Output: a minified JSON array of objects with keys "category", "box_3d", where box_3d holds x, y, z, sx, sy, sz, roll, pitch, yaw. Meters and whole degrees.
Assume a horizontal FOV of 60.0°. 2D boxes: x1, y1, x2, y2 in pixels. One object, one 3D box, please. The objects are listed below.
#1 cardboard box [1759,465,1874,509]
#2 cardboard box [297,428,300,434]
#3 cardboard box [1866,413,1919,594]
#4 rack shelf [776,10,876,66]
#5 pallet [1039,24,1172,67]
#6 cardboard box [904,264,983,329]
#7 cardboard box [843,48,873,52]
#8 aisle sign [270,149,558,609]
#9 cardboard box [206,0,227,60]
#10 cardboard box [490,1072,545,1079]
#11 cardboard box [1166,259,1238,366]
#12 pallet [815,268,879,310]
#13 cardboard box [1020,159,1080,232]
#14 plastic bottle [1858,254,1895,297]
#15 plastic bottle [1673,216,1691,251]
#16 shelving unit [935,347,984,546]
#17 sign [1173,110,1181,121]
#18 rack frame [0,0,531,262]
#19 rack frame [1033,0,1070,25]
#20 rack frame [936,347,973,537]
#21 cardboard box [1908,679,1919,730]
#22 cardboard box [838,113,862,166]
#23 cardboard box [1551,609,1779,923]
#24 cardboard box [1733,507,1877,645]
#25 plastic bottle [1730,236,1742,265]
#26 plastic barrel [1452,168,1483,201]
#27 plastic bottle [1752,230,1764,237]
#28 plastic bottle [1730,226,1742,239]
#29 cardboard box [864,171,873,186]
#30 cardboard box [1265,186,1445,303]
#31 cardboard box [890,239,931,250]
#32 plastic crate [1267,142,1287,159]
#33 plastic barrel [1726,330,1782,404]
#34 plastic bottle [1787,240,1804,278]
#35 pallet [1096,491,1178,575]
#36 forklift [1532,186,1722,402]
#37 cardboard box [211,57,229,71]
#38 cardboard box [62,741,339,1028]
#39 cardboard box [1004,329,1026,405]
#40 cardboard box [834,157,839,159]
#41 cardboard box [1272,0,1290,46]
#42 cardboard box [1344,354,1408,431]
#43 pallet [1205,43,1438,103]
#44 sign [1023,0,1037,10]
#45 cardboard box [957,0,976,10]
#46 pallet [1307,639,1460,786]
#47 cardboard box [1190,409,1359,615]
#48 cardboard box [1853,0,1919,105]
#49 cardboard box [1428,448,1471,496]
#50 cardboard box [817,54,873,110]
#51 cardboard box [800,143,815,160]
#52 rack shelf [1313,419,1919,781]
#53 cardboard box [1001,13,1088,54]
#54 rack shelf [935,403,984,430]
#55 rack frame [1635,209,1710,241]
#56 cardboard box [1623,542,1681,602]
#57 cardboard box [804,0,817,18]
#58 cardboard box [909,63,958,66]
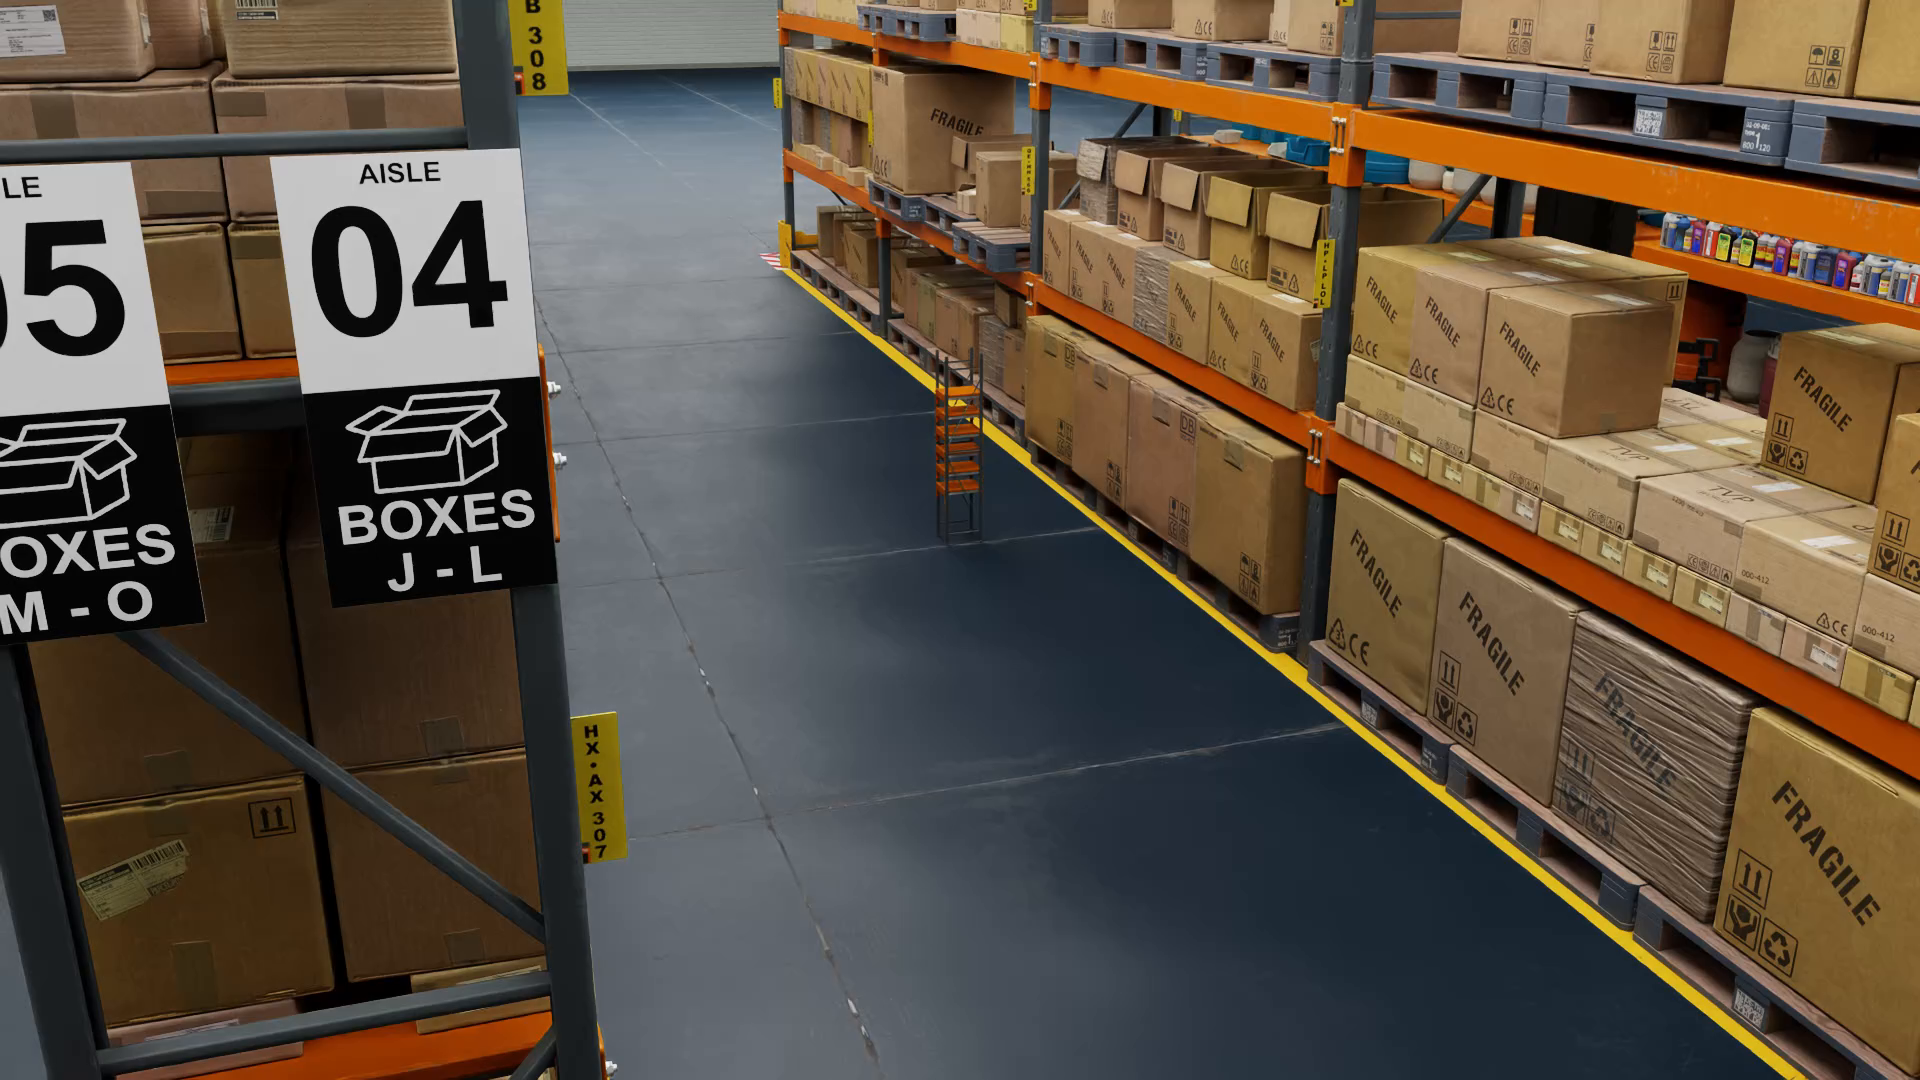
[{"category":"cardboard box","box_3d":[3.283,-0.112,6.074,0.500,0.250,0.500,-7,21,-19]},{"category":"cardboard box","box_3d":[-1.950,-0.145,4.314,0.500,0.500,0.500,-5,20,-14]},{"category":"cardboard box","box_3d":[3.099,-0.083,4.884,0.500,0.500,0.500,-6,21,-17]},{"category":"rack shelf","box_3d":[-0.899,-5.098,16.800,1.077,0.370,4.000,-6,21,-17]},{"category":"pallet","box_3d":[1.240,-3.222,10.790,1.213,0.211,1.003,-5,20,-15]},{"category":"cardboard box","box_3d":[-0.098,-2.215,15.192,0.700,0.500,0.500,-8,21,-21]},{"category":"cardboard box","box_3d":[-0.957,-5.015,17.873,0.500,0.500,0.500,-6,21,-17]},{"category":"aisle sign","box_3d":[-0.931,-0.270,2.885,0.394,0.787,0.004,-6,21,-17]},{"category":"cardboard box","box_3d":[-1.688,-1.049,3.356,0.380,0.149,0.250,-7,21,-19]},{"category":"cardboard box","box_3d":[-1.282,1.546,4.390,0.380,0.149,0.250,-6,21,-16]},{"category":"cardboard box","box_3d":[1.518,-1.311,9.480,0.500,0.500,0.500,-7,21,-18]},{"category":"pallet","box_3d":[-0.902,-2.675,17.552,1.003,0.211,1.213,-6,21,-17]},{"category":"cardboard box","box_3d":[0.779,-2.514,12.208,0.500,0.500,0.500,-9,22,-24]},{"category":"plastic bottle","box_3d":[6.127,-1.773,11.098,0.152,0.276,0.135,-6,21,-17]},{"category":"plastic bottle","box_3d":[5.529,-2.352,12.718,0.097,0.271,0.097,0,20,0]},{"category":"shelving unit","box_3d":[-0.005,-0.569,10.227,0.258,1.200,0.189,-6,21,-17]},{"category":"sign","box_3d":[2.651,-5.266,20.232,0.100,0.325,0.005,-6,21,-17]},{"category":"rack frame","box_3d":[-1.239,-1.861,2.287,1.000,3.000,0.127,-6,21,-17]},{"category":"rack frame","box_3d":[0.987,-4.923,10.811,1.000,3.000,0.127,-6,21,-17]},{"category":"rack frame","box_3d":[-0.033,-0.599,10.308,0.240,1.200,0.006,-6,21,-17]},{"category":"cardboard box","box_3d":[3.077,0.506,4.941,0.380,0.149,0.250,-6,21,-16]},{"category":"cardboard box","box_3d":[-0.729,-4.035,16.626,0.875,0.500,0.500,-6,21,-17]},{"category":"cardboard box","box_3d":[2.938,0.781,6.327,0.875,0.875,0.875,-6,21,-17]},{"category":"cardboard box","box_3d":[2.938,0.108,5.461,0.500,0.250,0.500,-7,21,-18]},{"category":"plastic bottle","box_3d":[5.716,-2.128,12.197,0.097,0.201,0.097,0,20,0]},{"category":"plastic barrel","box_3d":[4.755,-3.408,15.266,0.433,0.535,0.433,0,20,0]},{"category":"plastic bottle","box_3d":[6.240,-2.409,12.980,0.097,0.201,0.097,0,20,0]},{"category":"plastic bottle","box_3d":[5.732,-2.210,12.323,0.097,0.271,0.097,0,20,0]},{"category":"cardboard box","box_3d":[-0.708,-3.471,16.014,0.380,0.149,0.250,-6,21,-17]},{"category":"cardboard box","box_3d":[2.036,-1.539,8.633,0.797,0.503,0.637,-7,21,-19]},{"category":"cardboard box","box_3d":[-0.545,-2.720,16.629,0.500,0.500,0.500,0,20,0]},{"category":"plastic crate","box_3d":[3.681,-4.280,18.284,0.530,0.136,0.437,-6,21,-17]},{"category":"plastic barrel","box_3d":[6.121,-1.326,12.730,0.421,0.512,0.421,0,20,0]},{"category":"plastic bottle","box_3d":[5.892,-1.982,11.686,0.097,0.271,0.097,0,20,0]},{"category":"pallet","box_3d":[1.543,-0.136,10.482,1.003,0.211,1.213,-6,21,-17]},{"category":"forklift","box_3d":[3.896,-1.142,9.259,3.031,2.935,1.130,8,21,21]},{"category":"cardboard box","box_3d":[-1.787,-0.899,3.527,0.500,0.250,0.500,-7,21,-19]},{"category":"cardboard box","box_3d":[-1.624,0.658,3.559,0.500,0.500,0.500,-6,21,-16]},{"category":"cardboard box","box_3d":[0.757,-1.343,12.766,0.700,0.500,0.500,-8,21,-20]},{"category":"cardboard box","box_3d":[-1.080,-3.874,17.137,0.380,0.149,0.250,-6,21,-17]},{"category":"cardboard box","box_3d":[1.985,-2.745,8.695,0.500,0.311,0.500,-7,21,-19]},{"category":"cardboard box","box_3d":[2.143,-0.707,7.729,0.500,0.250,0.500,-7,21,-18]},{"category":"pallet","box_3d":[1.909,-2.427,8.581,0.805,0.209,1.217,-7,21,-19]},{"category":"sign","box_3d":[0.471,-3.698,11.072,0.100,0.325,0.005,-6,21,-17]},{"category":"cardboard box","box_3d":[0.287,-4.244,12.471,0.500,0.500,0.500,-6,21,-16]},{"category":"pallet","box_3d":[2.409,0.749,8.020,1.003,0.211,1.213,-6,21,-17]},{"category":"cardboard box","box_3d":[2.024,-0.217,9.105,1.225,0.875,0.875,-6,21,-17]},{"category":"cardboard box","box_3d":[3.225,-1.591,5.053,0.700,0.500,0.500,-7,21,-19]},{"category":"cardboard box","box_3d":[2.272,-0.315,7.227,0.380,0.149,0.250,-7,21,-19]},{"category":"cardboard box","box_3d":[-1.141,-4.638,16.824,0.500,0.500,0.500,-6,21,-17]},{"category":"cardboard box","box_3d":[-1.539,-4.268,18.233,0.380,0.149,0.250,-6,21,-17]},{"category":"rack shelf","box_3d":[2.873,0.164,6.586,1.077,0.370,4.000,-6,21,-17]},{"category":"cardboard box","box_3d":[0.605,-3.567,11.696,0.500,0.250,0.500,-6,21,-17]},{"category":"rack shelf","box_3d":[-0.005,-0.753,10.160,0.258,0.103,0.180,-6,21,-17]},{"category":"rack frame","box_3d":[5.689,-2.626,13.290,1.000,3.000,0.127,-6,21,-17]},{"category":"cardboard box","box_3d":[2.673,0.096,6.084,0.380,0.149,0.250,-6,21,-17]},{"category":"cardboard box","box_3d":[-1.301,-5.502,17.081,0.500,0.250,0.500,-6,21,-17]},{"category":"cardboard box","box_3d":[-0.170,-4.212,15.640,0.500,0.500,0.500,-6,21,-17]}]
